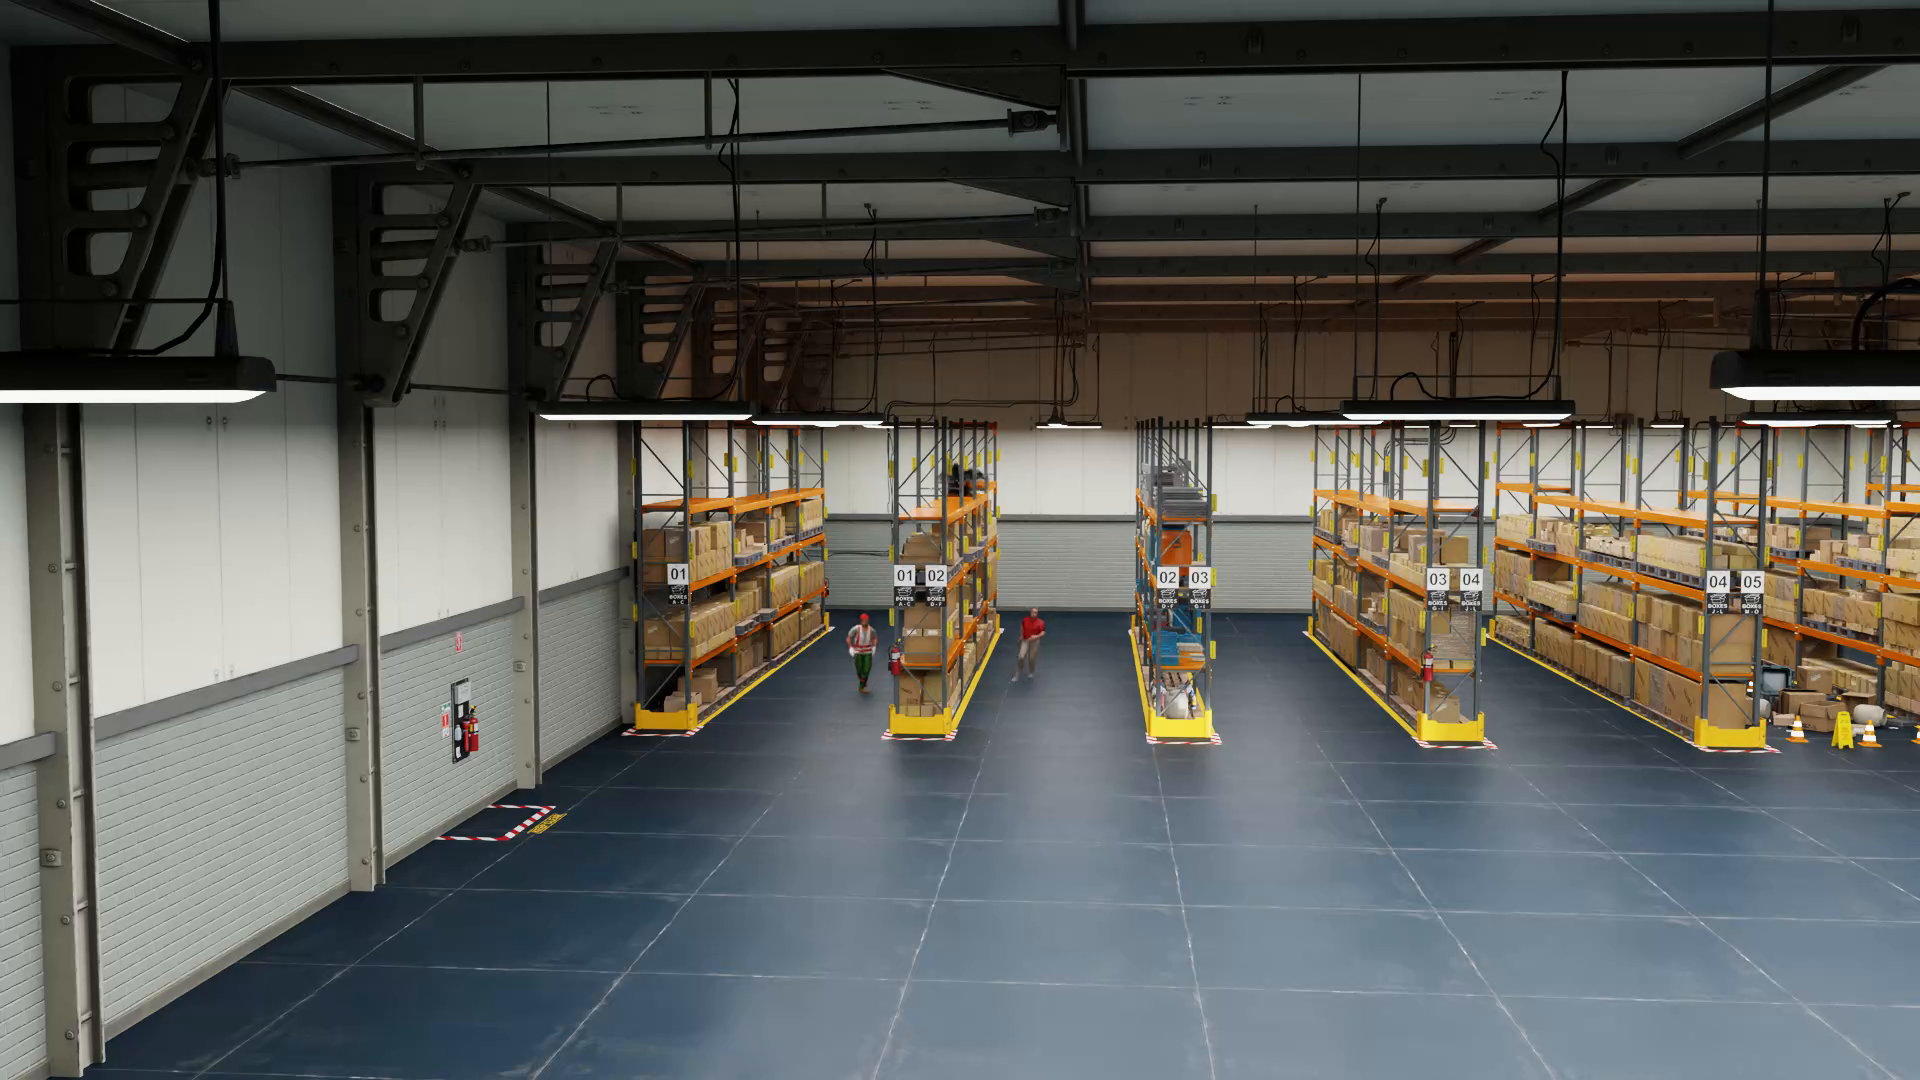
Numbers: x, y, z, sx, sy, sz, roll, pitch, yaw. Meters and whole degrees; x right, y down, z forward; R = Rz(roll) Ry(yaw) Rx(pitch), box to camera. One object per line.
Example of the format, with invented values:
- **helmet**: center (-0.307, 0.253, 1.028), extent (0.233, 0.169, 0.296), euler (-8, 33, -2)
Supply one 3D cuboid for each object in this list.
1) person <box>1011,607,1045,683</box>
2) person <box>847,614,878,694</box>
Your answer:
- **person**: center (1.594, 2.384, 38.002), extent (0.733, 1.712, 0.845), euler (1, 4, 14)
- **person**: center (-2.141, 2.478, 36.524), extent (0.700, 1.752, 0.624), euler (-1, 4, -10)
